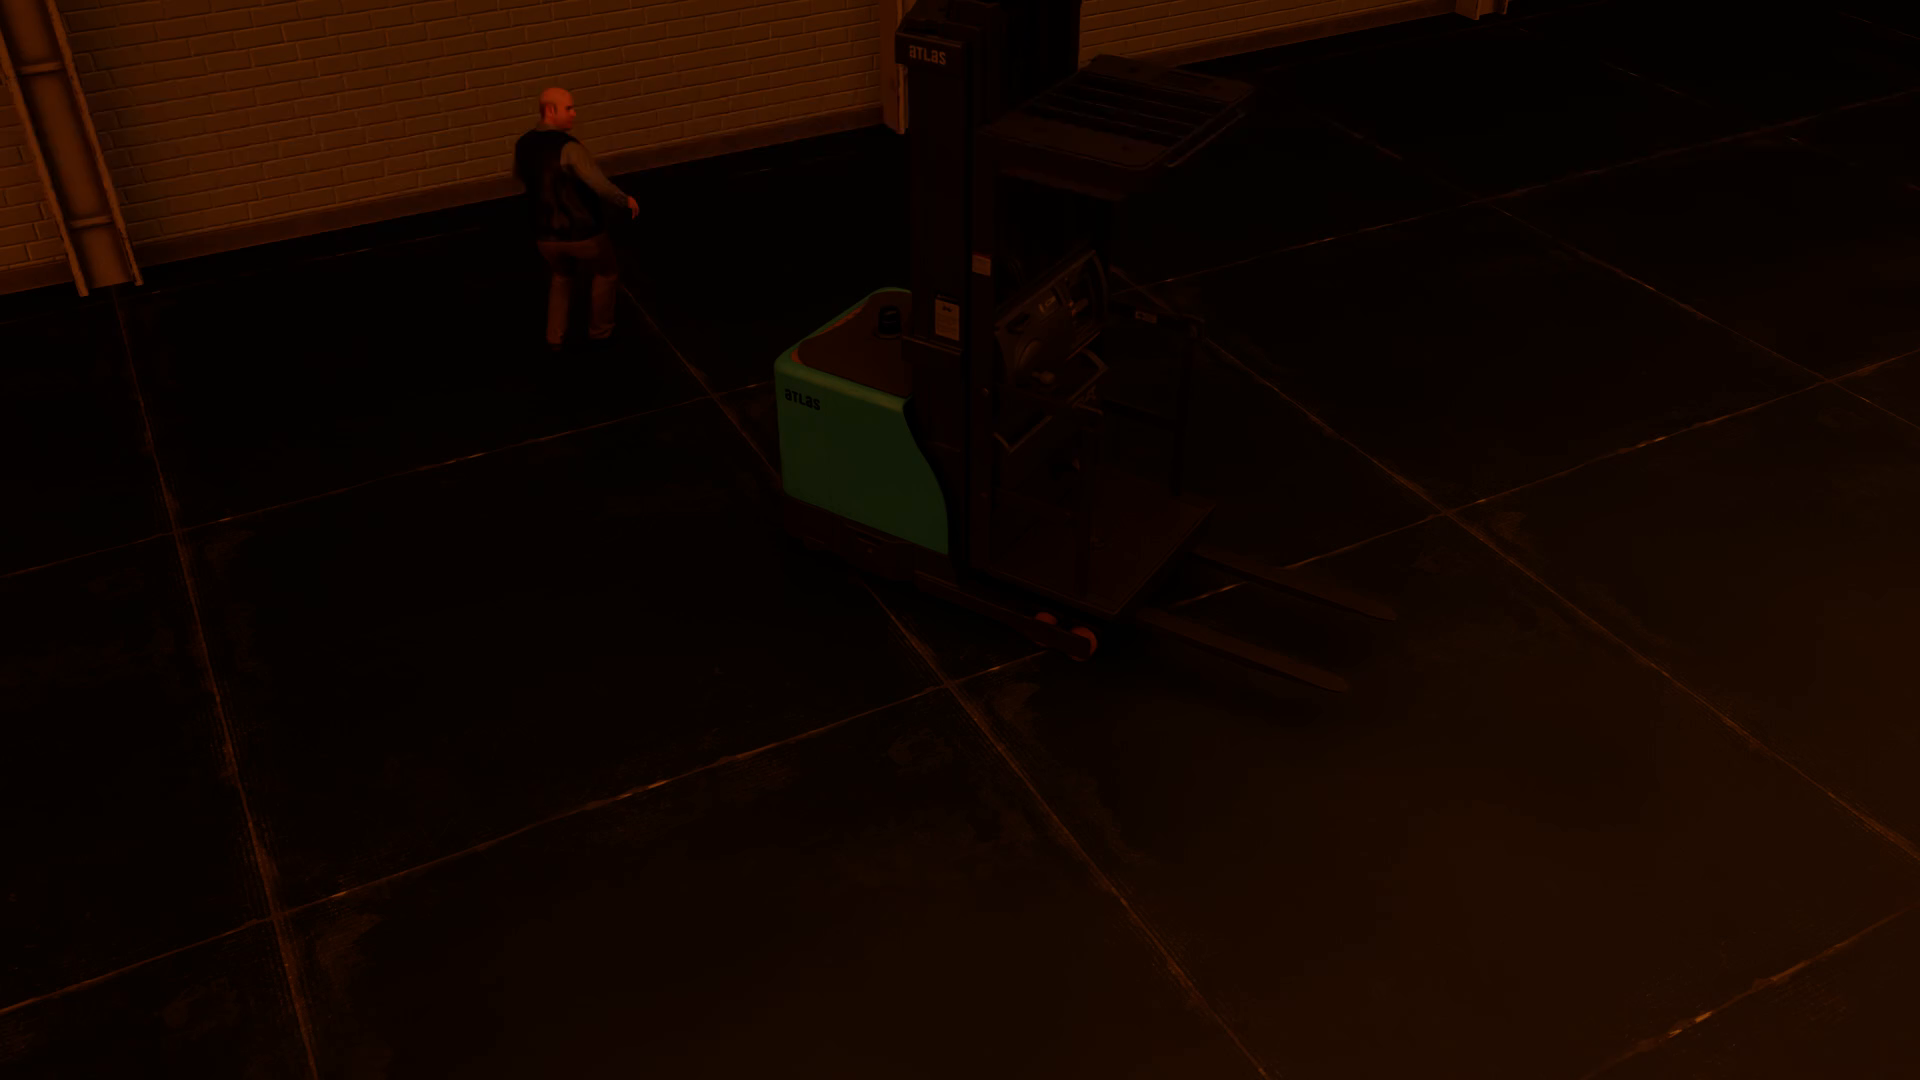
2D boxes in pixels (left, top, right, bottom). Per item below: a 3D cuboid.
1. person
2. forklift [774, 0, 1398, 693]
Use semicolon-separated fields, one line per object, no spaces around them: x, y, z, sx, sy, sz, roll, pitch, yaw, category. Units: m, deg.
-2.295;-1.909;9.959;0.770;1.660;0.694;11;37;15;person
0.598;-0.975;7.503;3.031;2.935;1.130;20;40;26;forklift
